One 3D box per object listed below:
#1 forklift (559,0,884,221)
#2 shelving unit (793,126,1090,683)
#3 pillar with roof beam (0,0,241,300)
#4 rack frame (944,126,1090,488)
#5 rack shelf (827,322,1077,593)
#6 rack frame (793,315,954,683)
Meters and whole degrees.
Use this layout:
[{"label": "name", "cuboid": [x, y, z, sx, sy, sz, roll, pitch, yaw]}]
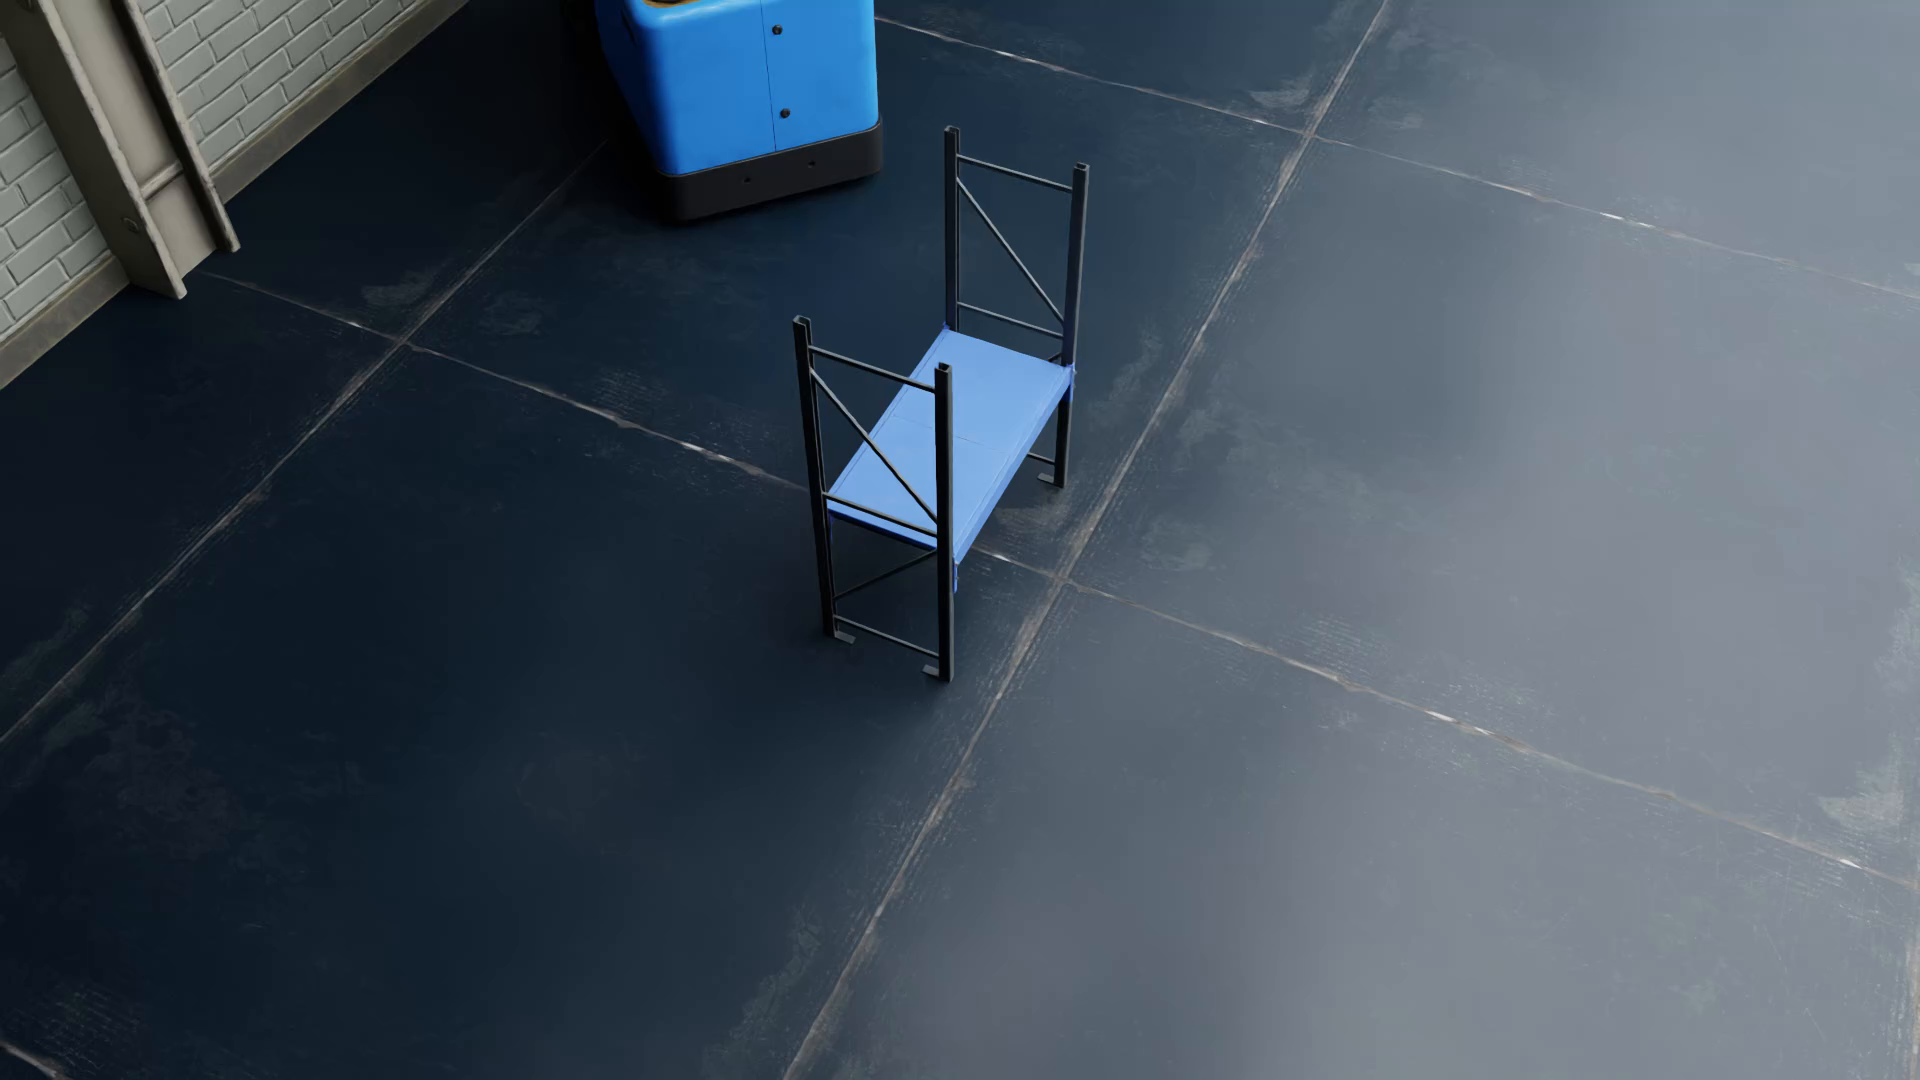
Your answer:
[{"label": "forklift", "cuboid": [-1.376, -3.509, 7.311, 1.130, 2.935, 3.031, -17, 52, -14]}, {"label": "shelving unit", "cuboid": [-0.036, -0.427, 5.629, 0.538, 1.500, 1.048, 20, 52, 16]}, {"label": "pillar with roof beam", "cuboid": [0.492, -2.730, 2.664, 9.100, 9.000, 0.400, 20, 52, 16]}, {"label": "rack frame", "cuboid": [0.181, -0.777, 5.927, 0.500, 1.500, 0.032, 20, 52, 16]}, {"label": "rack shelf", "cuboid": [-0.036, -0.311, 5.766, 0.538, 0.185, 1.000, 20, 52, 16]}, {"label": "rack frame", "cuboid": [-0.254, -0.077, 5.331, 0.500, 1.500, 0.032, 20, 52, 16]}]
